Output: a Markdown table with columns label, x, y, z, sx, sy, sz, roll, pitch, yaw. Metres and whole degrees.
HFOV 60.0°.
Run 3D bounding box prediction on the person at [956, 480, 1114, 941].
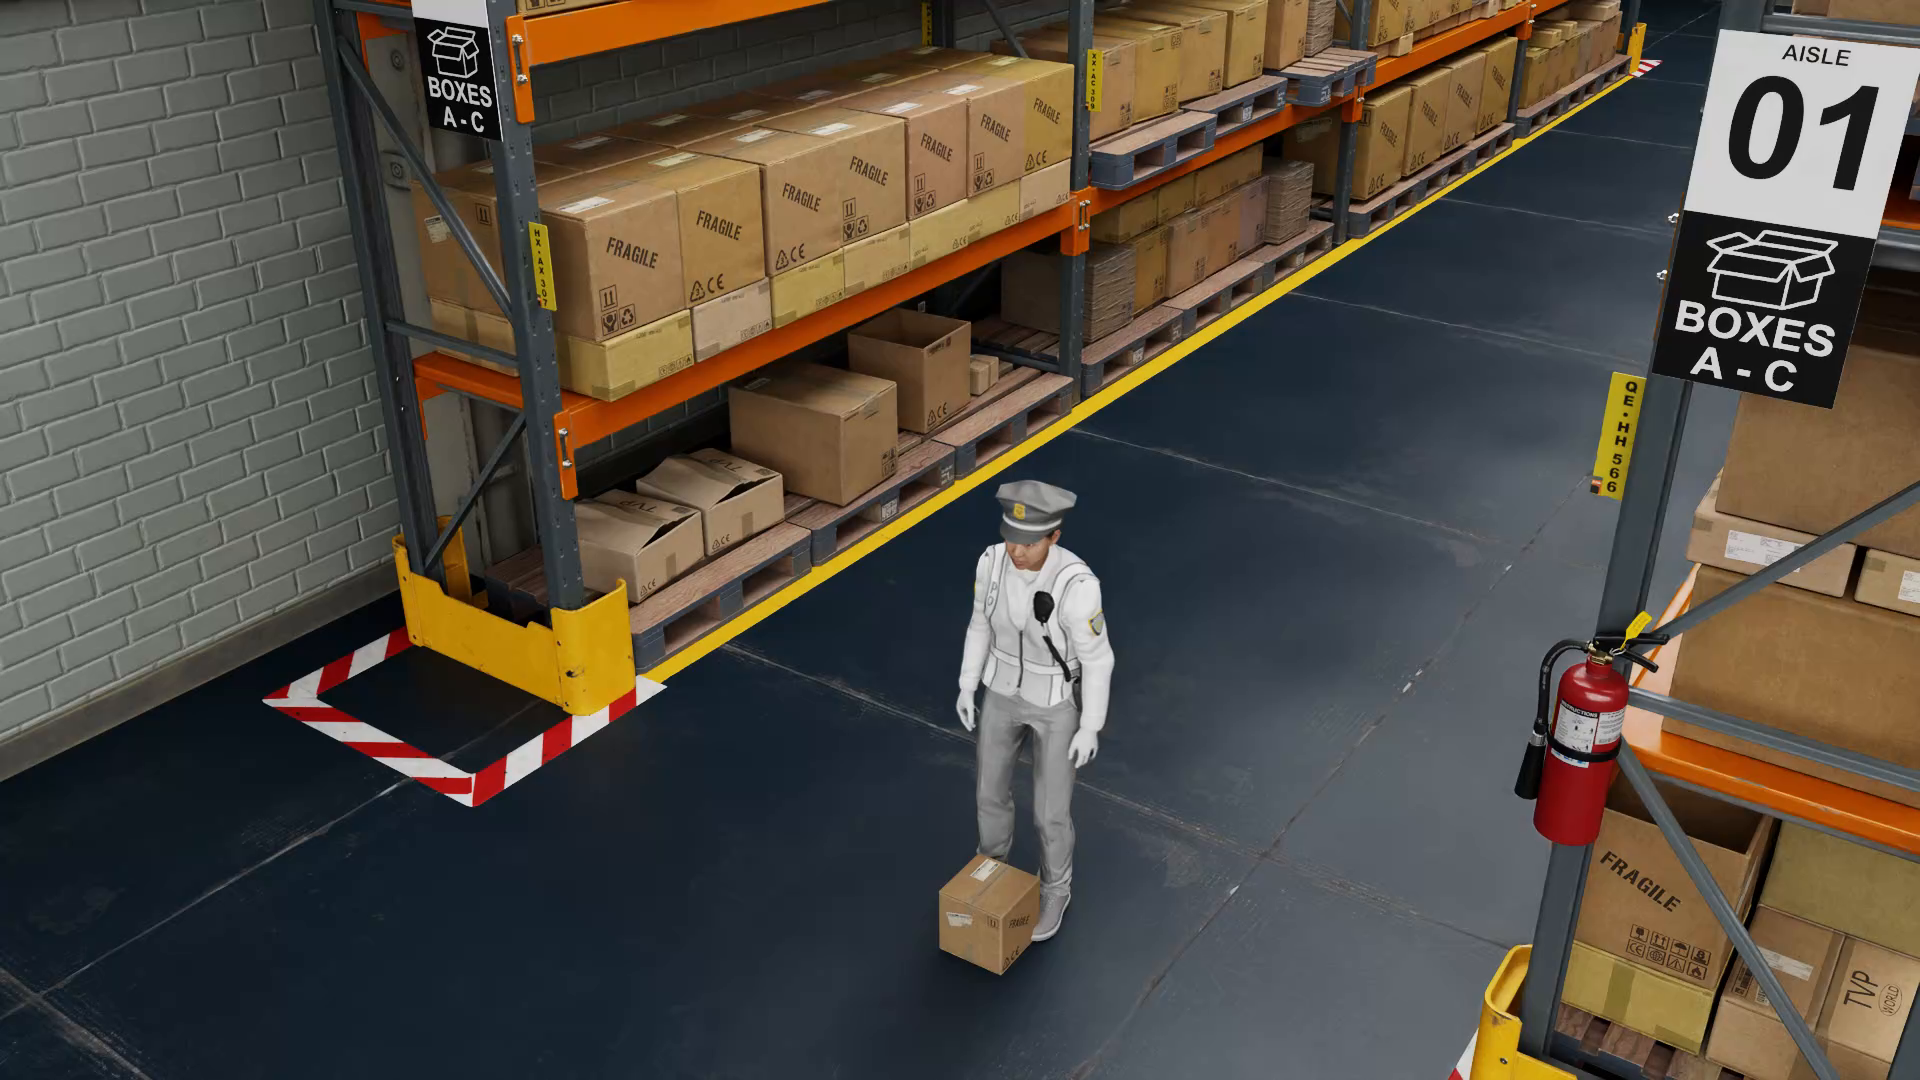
| label | x | y | z | sx | sy | sz | roll | pitch | yaw |
| --- | --- | --- | --- | --- | --- | --- | --- | --- | --- |
| person | 0.238 | 0.554 | 5.527 | 0.546 | 1.667 | 0.369 | 16 | 31 | 28 |
